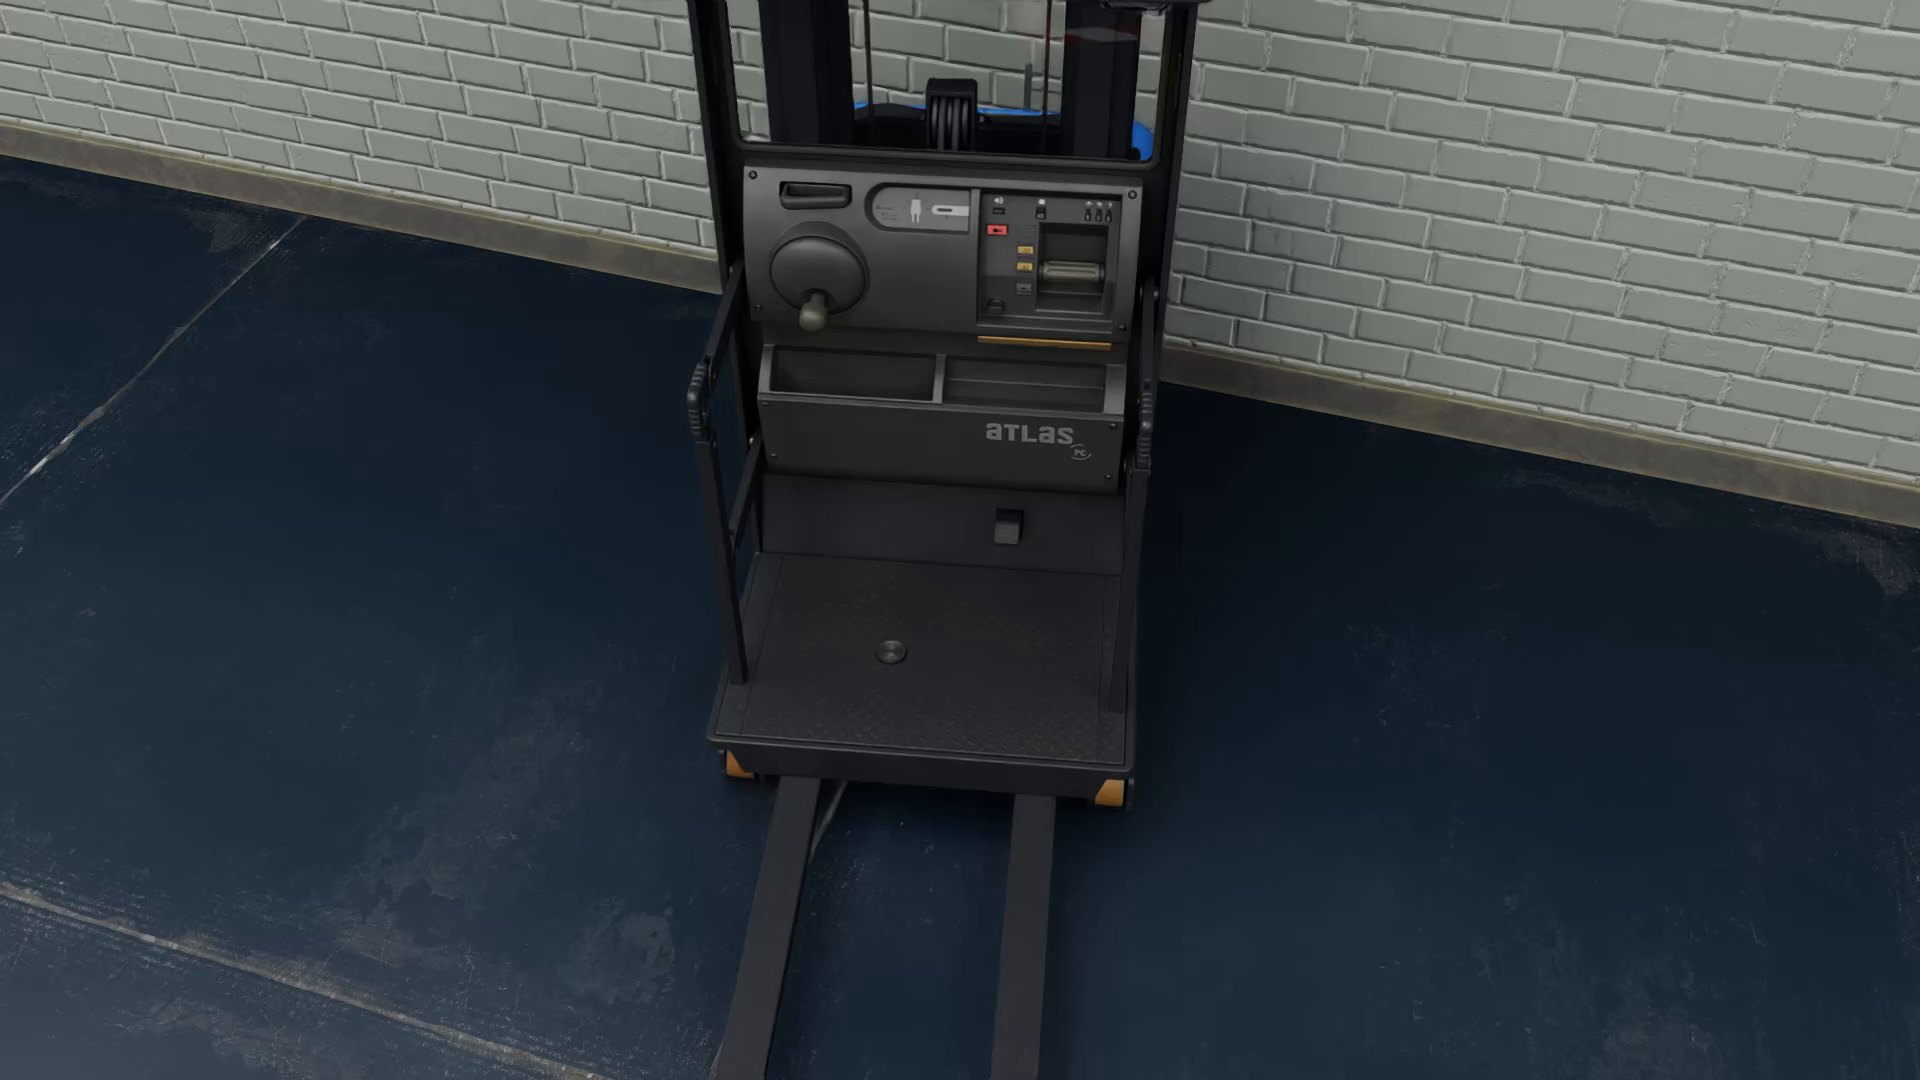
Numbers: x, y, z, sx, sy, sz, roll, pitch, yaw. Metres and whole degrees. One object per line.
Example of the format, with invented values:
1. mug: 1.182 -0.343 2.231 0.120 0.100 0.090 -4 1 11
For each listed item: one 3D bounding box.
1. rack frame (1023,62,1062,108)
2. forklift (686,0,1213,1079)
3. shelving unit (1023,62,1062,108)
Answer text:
1. rack frame: 0.300 -0.960 5.368 0.240 1.200 0.006 11 42 10
2. forklift: -0.064 -0.581 3.748 1.130 2.935 3.031 4 45 4
3. shelving unit: 0.323 -1.018 5.435 0.258 1.200 0.189 11 42 10
